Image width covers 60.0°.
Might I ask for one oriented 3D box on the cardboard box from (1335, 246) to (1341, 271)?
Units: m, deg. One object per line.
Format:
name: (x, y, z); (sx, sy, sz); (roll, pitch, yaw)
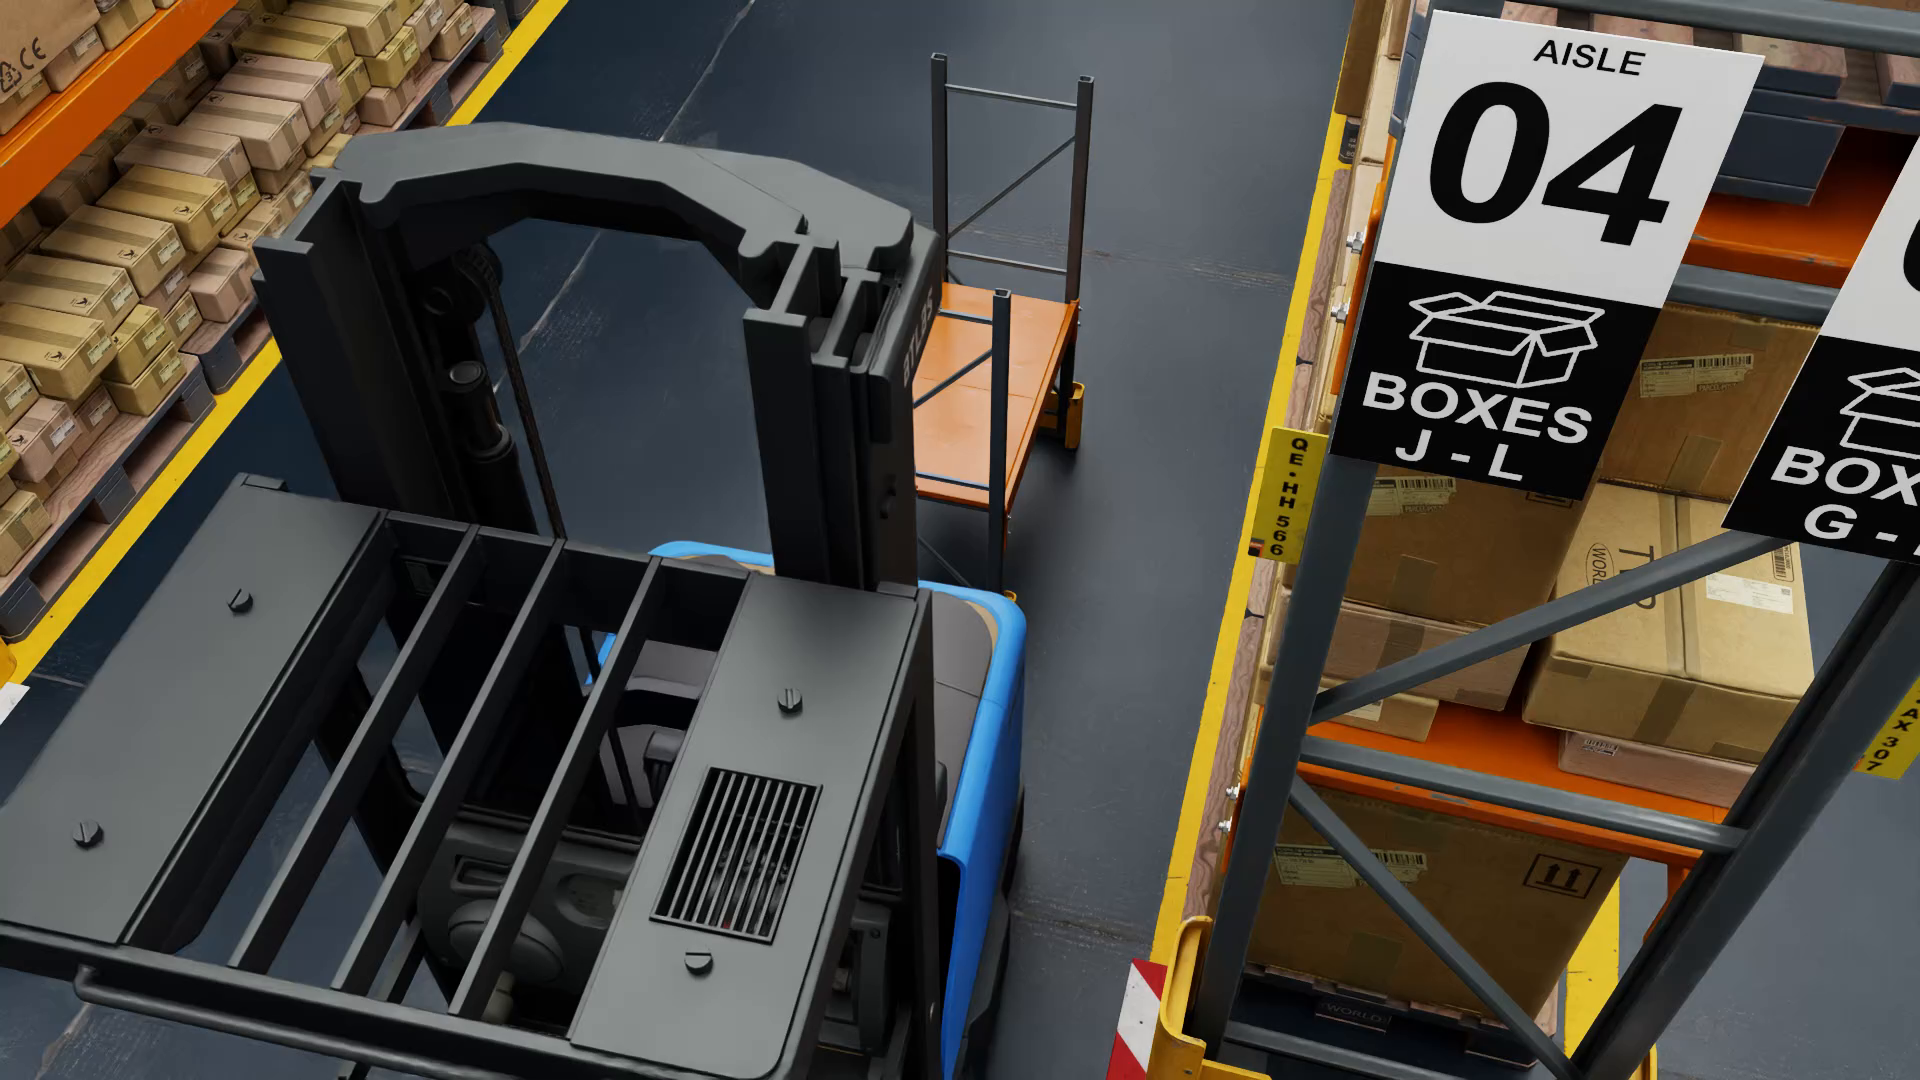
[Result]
cardboard box: (1.268, -0.838, 4.657); (0.380, 0.149, 0.250); (12, 50, 11)

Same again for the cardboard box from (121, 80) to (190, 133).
cardboard box: (-3.241, -1.668, 6.446); (0.380, 0.149, 0.250); (10, 49, 8)

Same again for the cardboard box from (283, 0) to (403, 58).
cardboard box: (-2.547, -2.148, 6.870); (0.380, 0.149, 0.250); (11, 50, 10)

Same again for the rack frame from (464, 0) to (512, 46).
rack frame: (-2.617, -3.438, 6.784); (1.000, 3.000, 0.127); (12, 50, 10)

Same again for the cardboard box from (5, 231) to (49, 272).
cardboard box: (-3.547, -1.031, 6.082); (0.380, 0.149, 0.250); (12, 50, 11)

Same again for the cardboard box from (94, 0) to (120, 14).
cardboard box: (-2.899, -2.061, 5.303); (0.500, 0.500, 0.500); (10, 49, 9)

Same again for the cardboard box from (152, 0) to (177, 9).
cardboard box: (-2.808, -1.957, 5.645); (0.380, 0.149, 0.250); (12, 50, 11)

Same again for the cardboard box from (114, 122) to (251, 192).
cardboard box: (-2.903, -1.406, 6.215); (0.380, 0.149, 0.250); (12, 50, 10)

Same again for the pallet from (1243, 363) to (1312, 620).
pallet: (1.547, -0.044, 5.648); (1.003, 0.211, 1.213); (12, 50, 10)

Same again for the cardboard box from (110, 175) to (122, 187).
cardboard box: (-3.416, -1.417, 6.423); (0.380, 0.149, 0.250); (12, 50, 10)

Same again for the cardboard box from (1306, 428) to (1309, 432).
cardboard box: (0.999, -0.103, 4.008); (0.380, 0.149, 0.250); (12, 50, 10)

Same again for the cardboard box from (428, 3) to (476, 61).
cardboard box: (-2.391, -2.283, 7.386); (0.380, 0.149, 0.250); (12, 50, 11)

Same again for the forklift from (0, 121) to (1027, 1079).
forklift: (-0.633, 0.887, 3.012); (1.130, 2.935, 3.031); (9, 49, 8)

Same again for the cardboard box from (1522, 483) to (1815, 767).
cardboard box: (1.476, 0.164, 3.506); (0.500, 0.250, 0.500); (10, 49, 9)

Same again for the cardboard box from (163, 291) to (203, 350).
cardboard box: (-3.026, -0.810, 6.085); (0.380, 0.149, 0.250); (12, 50, 10)

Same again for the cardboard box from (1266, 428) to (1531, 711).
cardboard box: (0.960, 0.055, 3.602); (0.500, 0.250, 0.500); (11, 49, 9)

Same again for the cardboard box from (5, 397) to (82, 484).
cardboard box: (-3.158, -0.354, 5.485); (0.380, 0.149, 0.250); (11, 50, 10)

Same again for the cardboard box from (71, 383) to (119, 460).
cardboard box: (-3.174, -0.443, 5.762); (0.380, 0.149, 0.250); (12, 50, 10)

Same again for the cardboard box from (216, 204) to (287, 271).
cardboard box: (-2.829, -1.178, 6.410); (0.380, 0.149, 0.250); (12, 50, 10)

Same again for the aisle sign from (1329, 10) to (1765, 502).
aisle sign: (0.781, -0.361, 2.334); (0.394, 0.787, 0.004); (12, 50, 10)

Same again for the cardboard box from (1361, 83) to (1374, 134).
cardboard box: (1.402, -1.217, 4.991); (0.380, 0.149, 0.250); (12, 50, 10)

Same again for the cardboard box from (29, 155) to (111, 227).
cardboard box: (-3.385, -1.302, 6.123); (0.380, 0.149, 0.250); (10, 49, 9)

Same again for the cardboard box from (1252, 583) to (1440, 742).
cardboard box: (0.865, 0.267, 3.681); (0.380, 0.149, 0.250); (12, 50, 11)

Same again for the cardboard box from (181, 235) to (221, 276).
cardboard box: (-2.997, -1.128, 6.168); (0.380, 0.149, 0.250); (14, 50, 12)

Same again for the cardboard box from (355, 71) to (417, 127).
cardboard box: (-2.548, -1.908, 7.055); (0.380, 0.149, 0.250); (10, 49, 9)

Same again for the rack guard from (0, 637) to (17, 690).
rack guard: (-3.650, 0.227, 5.216); (1.175, 0.500, 0.348); (12, 50, 10)

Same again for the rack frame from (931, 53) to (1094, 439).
rack frame: (0.156, -0.926, 5.567); (0.500, 1.500, 0.032); (12, 50, 10)

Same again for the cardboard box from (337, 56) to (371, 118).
cardboard box: (-2.666, -1.884, 6.835); (0.380, 0.149, 0.250); (12, 50, 10)

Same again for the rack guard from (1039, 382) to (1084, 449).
rack guard: (0.151, -0.498, 6.023); (0.587, 0.250, 0.087); (12, 50, 10)

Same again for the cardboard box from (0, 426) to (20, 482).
cardboard box: (-3.204, -0.250, 5.194); (0.380, 0.149, 0.250); (10, 49, 8)

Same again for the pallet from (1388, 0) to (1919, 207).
pallet: (1.274, -0.995, 2.686); (1.003, 0.211, 1.213); (12, 50, 10)

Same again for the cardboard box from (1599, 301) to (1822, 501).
cardboard box: (1.607, -0.446, 3.544); (0.500, 0.500, 0.500); (10, 49, 9)

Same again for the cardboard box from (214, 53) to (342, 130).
cardboard box: (-2.673, -1.762, 6.529); (0.380, 0.149, 0.250); (9, 49, 8)

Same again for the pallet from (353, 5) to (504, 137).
pallet: (-2.759, -2.023, 7.395); (1.003, 0.211, 1.213); (12, 50, 10)

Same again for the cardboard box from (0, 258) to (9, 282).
cardboard box: (-3.578, -0.928, 5.793); (0.380, 0.149, 0.250); (10, 49, 9)

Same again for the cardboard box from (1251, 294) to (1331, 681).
cardboard box: (1.420, -0.066, 4.945); (0.875, 0.875, 0.875); (12, 50, 10)

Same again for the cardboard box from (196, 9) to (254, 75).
cardboard box: (-3.103, -2.049, 6.783); (0.380, 0.149, 0.250); (10, 49, 9)

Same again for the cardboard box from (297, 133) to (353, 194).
cardboard box: (-2.664, -1.534, 6.725); (0.380, 0.149, 0.250); (11, 50, 10)

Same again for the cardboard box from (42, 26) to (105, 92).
cardboard box: (-2.995, -1.587, 5.317); (0.380, 0.149, 0.250); (11, 49, 9)

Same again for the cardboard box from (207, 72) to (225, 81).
cardboard box: (-3.104, -1.955, 6.897); (0.380, 0.149, 0.250); (9, 49, 8)

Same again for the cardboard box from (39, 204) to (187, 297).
cardboard box: (-2.990, -1.024, 5.878); (0.380, 0.149, 0.250); (13, 50, 12)

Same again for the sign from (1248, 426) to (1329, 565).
sign: (0.569, -0.072, 2.883); (0.100, 0.325, 0.005); (12, 50, 10)

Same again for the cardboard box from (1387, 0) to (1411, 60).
cardboard box: (1.499, -1.656, 4.612); (0.500, 0.500, 0.500); (10, 49, 9)

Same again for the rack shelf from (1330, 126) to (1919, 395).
rack shelf: (1.615, -1.694, 3.724); (1.077, 0.370, 4.000); (12, 50, 10)

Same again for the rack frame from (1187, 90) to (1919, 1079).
rack frame: (1.089, 0.507, 3.302); (1.000, 3.000, 0.127); (12, 50, 10)

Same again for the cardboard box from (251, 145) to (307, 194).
cardboard box: (-2.805, -1.506, 6.502); (0.380, 0.149, 0.250); (9, 49, 8)

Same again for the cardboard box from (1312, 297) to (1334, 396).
cardboard box: (1.132, -0.472, 4.333); (0.380, 0.149, 0.250); (11, 49, 9)

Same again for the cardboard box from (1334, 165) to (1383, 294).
cardboard box: (1.228, -0.680, 4.251); (0.500, 0.250, 0.500); (10, 49, 9)

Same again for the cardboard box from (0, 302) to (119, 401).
cardboard box: (-3.058, -0.630, 5.530); (0.380, 0.149, 0.250); (11, 50, 10)

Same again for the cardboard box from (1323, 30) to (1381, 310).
cardboard box: (1.891, -1.361, 6.087); (0.875, 0.875, 0.875); (12, 50, 10)

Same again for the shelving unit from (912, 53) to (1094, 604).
shelving unit: (0.020, -0.551, 5.236); (0.587, 1.500, 1.083); (12, 50, 10)

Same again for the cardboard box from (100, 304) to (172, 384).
cardboard box: (-3.006, -0.713, 5.802); (0.380, 0.149, 0.250); (13, 50, 11)

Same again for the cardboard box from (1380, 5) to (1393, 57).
cardboard box: (1.499, -1.413, 4.898); (0.500, 0.250, 0.500); (13, 50, 11)

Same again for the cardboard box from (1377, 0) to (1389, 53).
cardboard box: (1.537, -1.584, 5.315); (0.380, 0.149, 0.250); (10, 49, 9)

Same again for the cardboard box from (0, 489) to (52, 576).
cardboard box: (-3.223, -0.057, 5.421); (0.380, 0.149, 0.250); (12, 50, 11)

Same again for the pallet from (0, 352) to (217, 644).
pallet: (-3.402, -0.258, 5.837); (1.003, 0.211, 1.213); (12, 50, 10)

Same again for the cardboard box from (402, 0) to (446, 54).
cardboard box: (-2.452, -2.244, 7.153); (0.380, 0.149, 0.250); (9, 49, 8)
